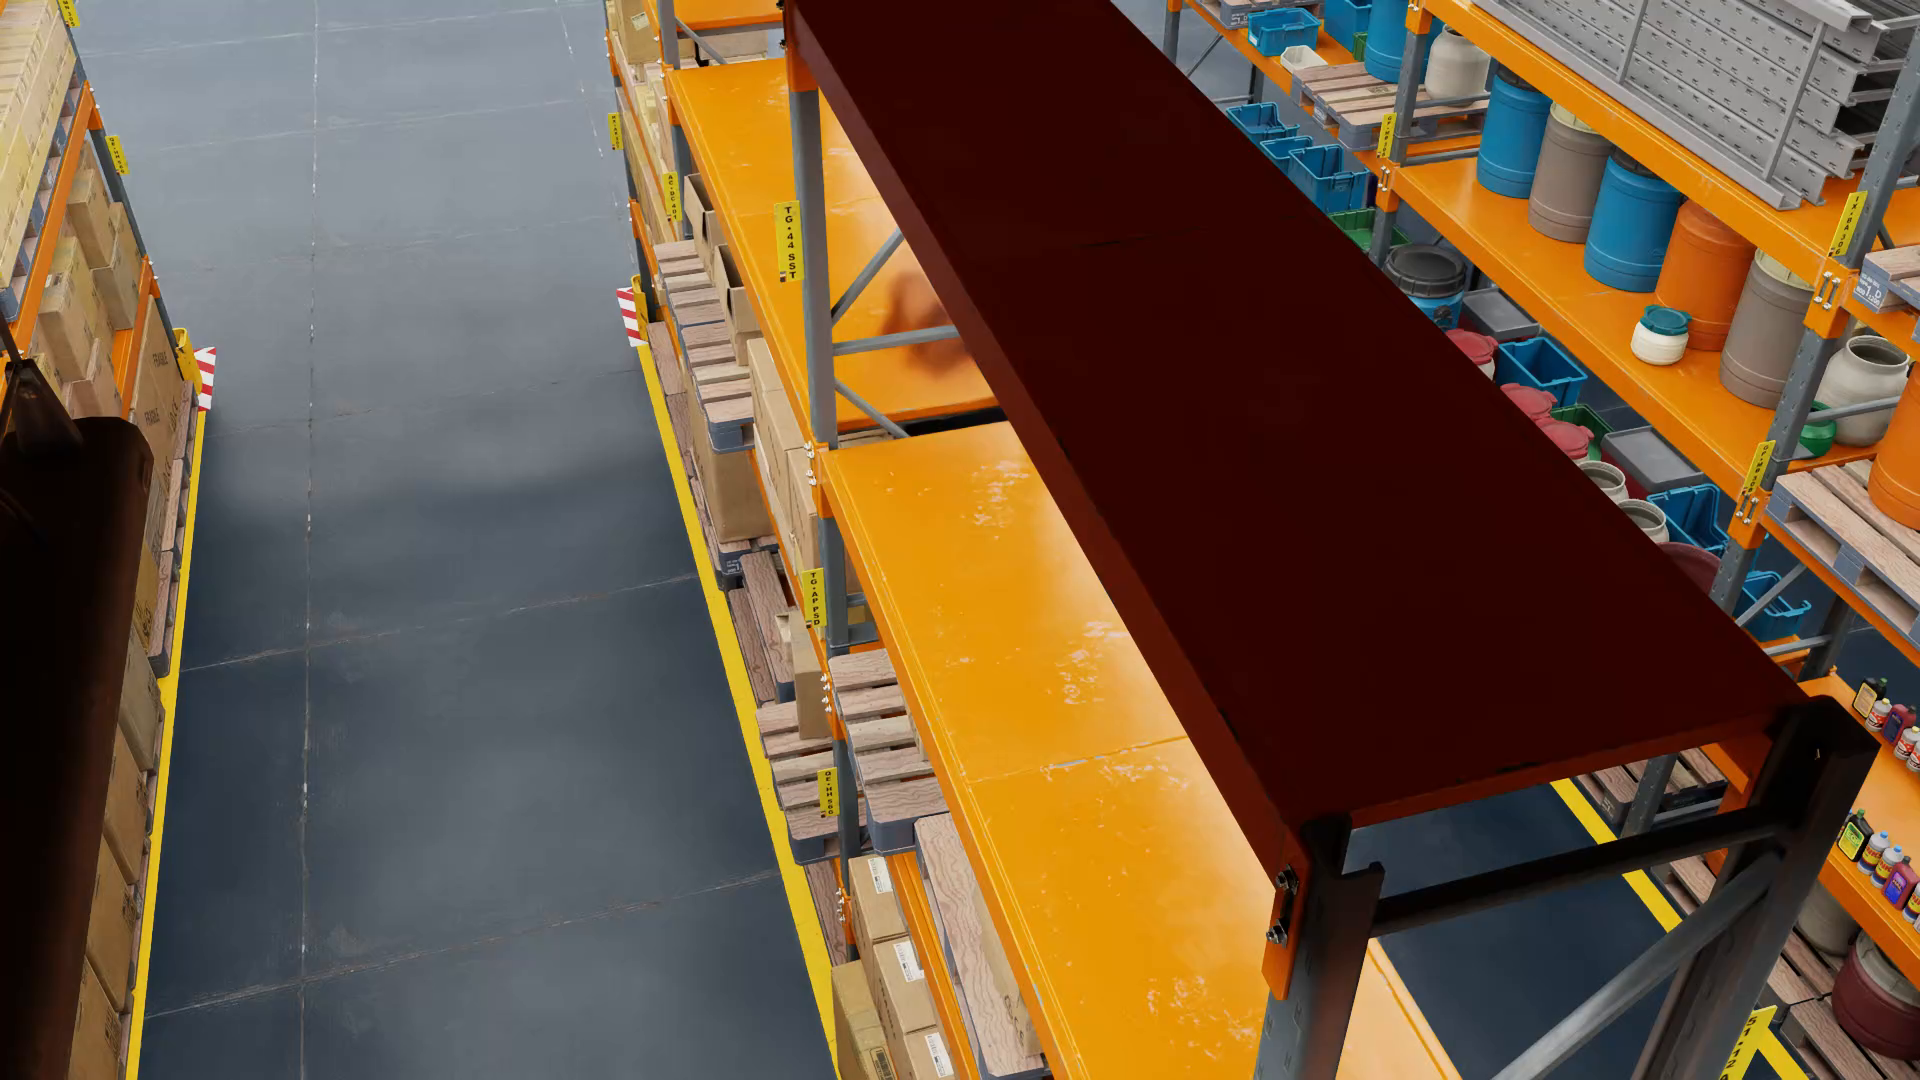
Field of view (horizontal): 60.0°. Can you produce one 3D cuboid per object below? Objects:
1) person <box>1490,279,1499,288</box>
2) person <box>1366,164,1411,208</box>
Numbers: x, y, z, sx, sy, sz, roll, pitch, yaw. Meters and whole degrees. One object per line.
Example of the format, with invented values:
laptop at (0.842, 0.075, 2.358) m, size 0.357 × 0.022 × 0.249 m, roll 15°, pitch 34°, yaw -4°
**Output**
person at (4.679, -1.940, 13.929) m, size 0.583 × 1.634 × 0.700 m, roll -15°, pitch 41°, yaw -18°
person at (4.100, -3.404, 15.816) m, size 0.622 × 1.660 × 0.790 m, roll -18°, pitch 42°, yaw -21°
